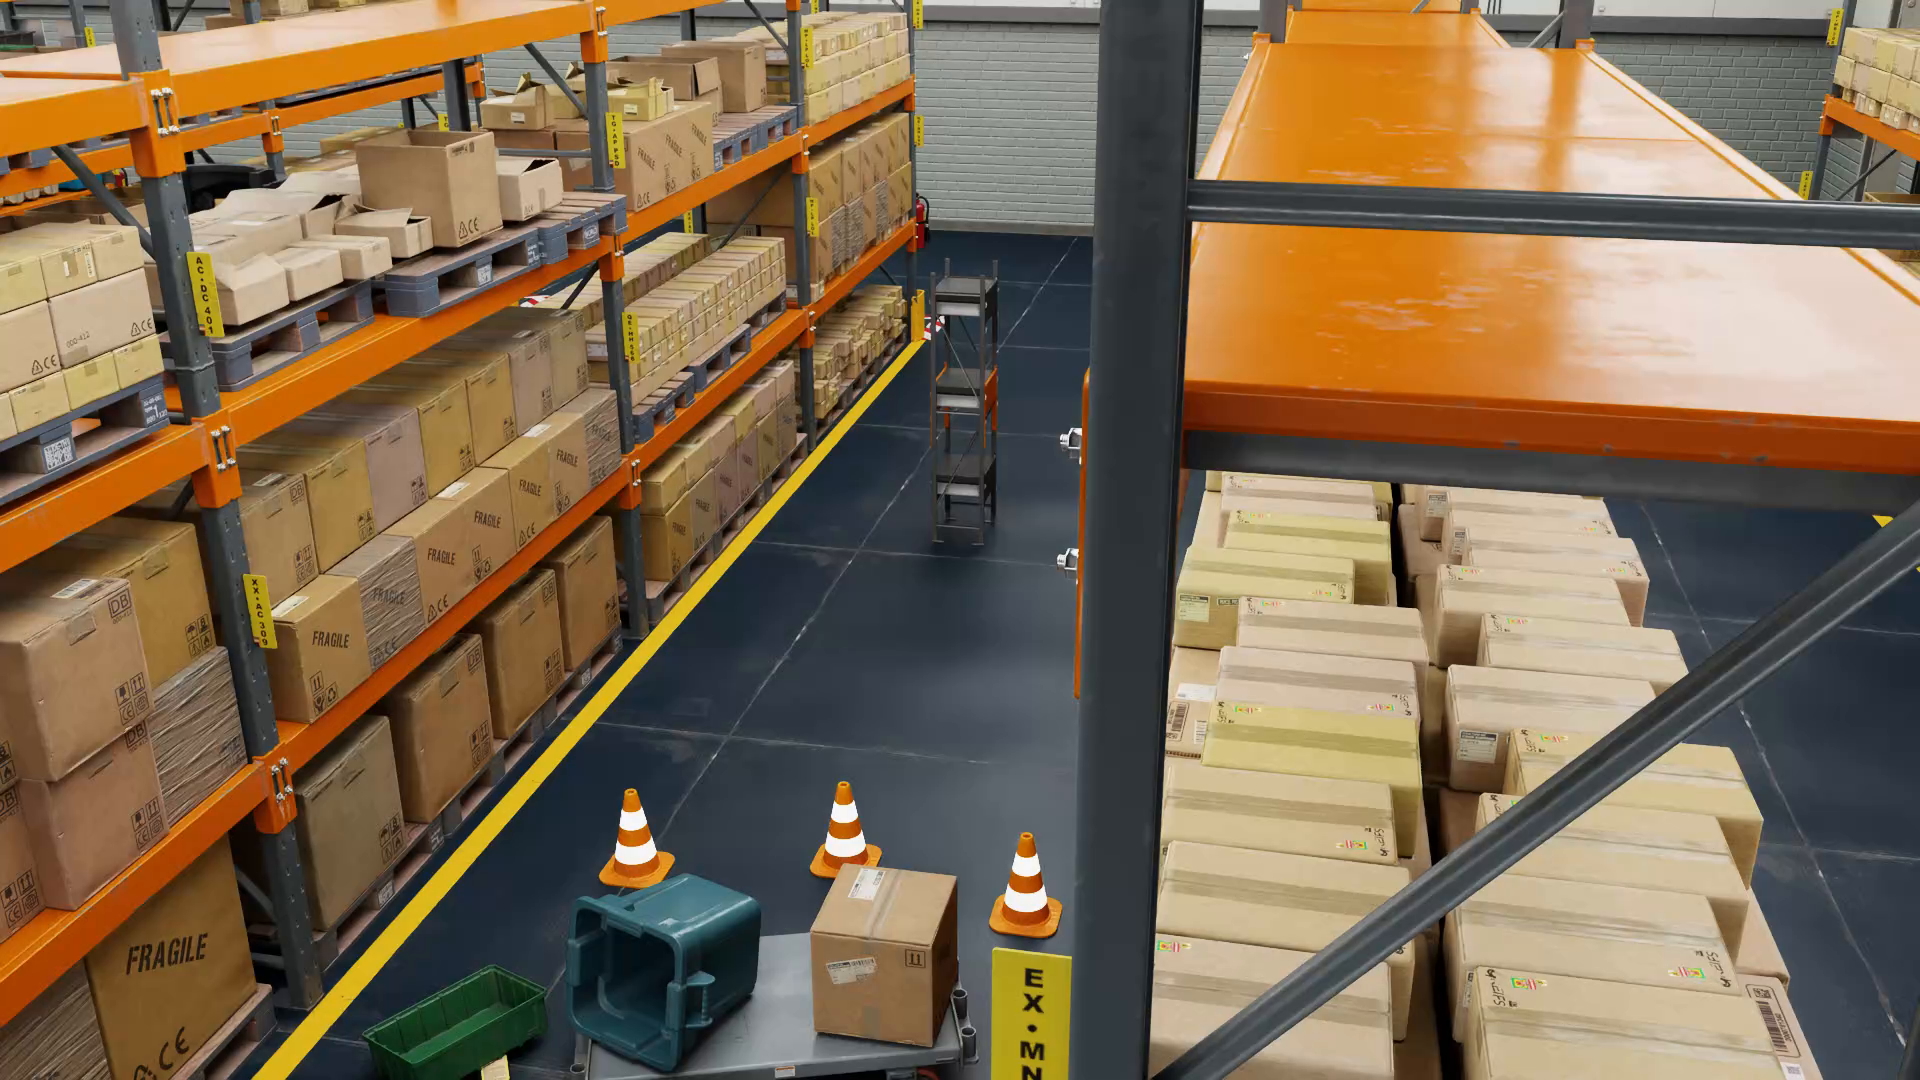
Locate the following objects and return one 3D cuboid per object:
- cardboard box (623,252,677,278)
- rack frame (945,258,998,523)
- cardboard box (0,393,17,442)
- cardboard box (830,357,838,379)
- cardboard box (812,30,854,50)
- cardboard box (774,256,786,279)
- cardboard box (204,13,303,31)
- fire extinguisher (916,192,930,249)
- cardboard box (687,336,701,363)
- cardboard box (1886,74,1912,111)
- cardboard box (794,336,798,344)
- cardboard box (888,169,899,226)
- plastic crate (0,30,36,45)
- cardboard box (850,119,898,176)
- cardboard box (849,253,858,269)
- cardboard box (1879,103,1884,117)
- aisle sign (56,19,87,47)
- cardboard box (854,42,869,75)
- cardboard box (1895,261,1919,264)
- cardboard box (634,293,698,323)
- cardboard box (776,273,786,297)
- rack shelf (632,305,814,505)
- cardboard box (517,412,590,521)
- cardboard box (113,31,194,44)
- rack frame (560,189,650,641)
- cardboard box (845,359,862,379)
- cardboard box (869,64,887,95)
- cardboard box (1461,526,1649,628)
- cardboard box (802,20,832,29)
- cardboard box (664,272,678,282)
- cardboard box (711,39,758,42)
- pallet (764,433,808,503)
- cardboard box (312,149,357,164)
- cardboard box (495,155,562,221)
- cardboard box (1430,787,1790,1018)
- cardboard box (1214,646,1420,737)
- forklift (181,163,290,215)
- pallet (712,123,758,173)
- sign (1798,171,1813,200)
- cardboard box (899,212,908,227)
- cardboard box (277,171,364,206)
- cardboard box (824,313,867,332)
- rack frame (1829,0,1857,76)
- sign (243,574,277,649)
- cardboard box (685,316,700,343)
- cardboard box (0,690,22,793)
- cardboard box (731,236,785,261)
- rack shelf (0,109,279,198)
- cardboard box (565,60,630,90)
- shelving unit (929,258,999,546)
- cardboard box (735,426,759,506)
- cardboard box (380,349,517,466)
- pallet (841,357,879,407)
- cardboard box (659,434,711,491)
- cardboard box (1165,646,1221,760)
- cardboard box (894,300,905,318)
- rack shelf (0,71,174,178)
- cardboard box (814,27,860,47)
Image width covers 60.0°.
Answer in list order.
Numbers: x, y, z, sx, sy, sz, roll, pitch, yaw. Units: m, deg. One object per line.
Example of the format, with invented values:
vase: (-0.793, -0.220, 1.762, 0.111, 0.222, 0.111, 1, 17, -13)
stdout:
cardboard box: (-2.480, -2.192, 13.260, 0.380, 0.149, 0.250, 4, 22, 10)
rack frame: (0.084, -1.124, 12.833, 0.400, 2.100, 0.015, 4, 22, 11)
cardboard box: (-3.339, -0.387, 5.423, 0.380, 0.149, 0.250, 5, 22, 11)
cardboard box: (-1.367, -1.643, 15.773, 0.380, 0.149, 0.250, 3, 22, 8)
cardboard box: (-1.179, -4.538, 15.088, 0.380, 0.149, 0.250, 6, 23, 14)
cardboard box: (-1.679, -2.290, 13.900, 0.380, 0.149, 0.250, 5, 23, 13)
cardboard box: (-6.525, -4.619, 15.462, 0.700, 0.500, 0.500, 3, 22, 8)
fire extinguisher: (-0.471, -3.545, 18.244, 0.296, 0.674, 0.183, 4, 22, 11)
cardboard box: (-2.103, -1.391, 12.066, 0.380, 0.149, 0.250, 5, 23, 13)
cardboard box: (8.111, -3.733, 13.896, 0.500, 0.250, 0.500, 4, 22, 10)
cardboard box: (-1.779, -2.015, 16.300, 0.380, 0.149, 0.250, 4, 22, 9)
cardboard box: (-0.924, -3.510, 17.020, 0.500, 0.500, 0.500, 4, 22, 10)
plastic crate: (-11.010, -5.701, 19.153, 0.497, 0.269, 0.590, 4, 22, 11)
cardboard box: (-0.928, -3.974, 16.834, 0.500, 0.500, 0.500, 4, 22, 9)
cardboard box: (-1.191, -2.682, 15.833, 0.380, 0.149, 0.250, 5, 23, 13)
cardboard box: (8.175, -3.691, 14.323, 0.380, 0.149, 0.250, 4, 22, 10)
aisle sign: (-10.357, -5.700, 19.511, 0.394, 0.787, 0.004, 4, 22, 11)
cardboard box: (-1.144, -4.505, 15.541, 0.500, 0.250, 0.500, 3, 22, 9)
cardboard box: (8.109, -2.344, 14.461, 0.500, 0.250, 0.500, 4, 22, 10)
cardboard box: (-2.108, -1.664, 11.947, 0.380, 0.149, 0.250, 6, 23, 13)
cardboard box: (-1.678, -2.152, 13.956, 0.380, 0.149, 0.250, 4, 22, 10)
rack shelf: (-2.199, -1.169, 12.704, 1.077, 0.370, 4.000, 4, 22, 11)
cardboard box: (-2.539, -0.450, 9.822, 0.500, 0.500, 0.500, 4, 22, 11)
cardboard box: (-6.734, -4.069, 14.230, 0.700, 0.500, 0.500, 5, 22, 12)
rack frame: (-2.607, -0.771, 10.754, 1.000, 3.000, 0.127, 4, 22, 11)
cardboard box: (-1.177, -1.693, 16.296, 0.380, 0.149, 0.250, 4, 22, 9)
cardboard box: (-1.019, -4.465, 16.110, 0.500, 0.250, 0.500, 5, 23, 13)
cardboard box: (1.370, 0.094, 3.859, 0.380, 0.149, 0.250, 5, 22, 12)
cardboard box: (-1.459, -4.958, 16.132, 0.380, 0.149, 0.250, 5, 22, 12)
cardboard box: (-2.477, -2.057, 13.322, 0.380, 0.149, 0.250, 4, 22, 9)
cardboard box: (-1.950, -4.206, 14.264, 0.380, 0.149, 0.250, 5, 22, 12)
pallet: (-1.948, -0.656, 14.200, 1.003, 0.211, 1.213, 4, 22, 11)
cardboard box: (-6.068, -3.591, 16.554, 0.500, 0.500, 0.500, 4, 22, 9)
cardboard box: (-2.526, -1.957, 9.107, 0.500, 0.311, 0.500, 4, 22, 11)
cardboard box: (1.103, 0.688, 2.918, 0.500, 0.250, 0.500, 4, 22, 10)
cardboard box: (0.691, 0.340, 3.248, 0.380, 0.149, 0.250, 4, 22, 11)
forklift: (-5.096, -0.987, 11.381, 1.130, 2.935, 3.031, 4, 22, 10)
pallet: (-2.229, -2.941, 12.378, 1.213, 0.211, 1.003, 4, 22, 11)
sign: (8.221, -3.423, 16.178, 0.100, 0.325, 0.005, 4, 22, 11)
cardboard box: (-0.764, -3.440, 17.716, 0.380, 0.149, 0.250, 4, 22, 11)
cardboard box: (-3.177, -1.744, 8.576, 0.500, 0.311, 0.500, 4, 22, 10)
cardboard box: (-1.148, -2.160, 16.660, 0.380, 0.149, 0.250, 4, 22, 9)
rack frame: (8.752, -5.762, 15.116, 1.000, 3.000, 0.127, 4, 22, 11)
sign: (-2.879, 0.295, 6.841, 0.100, 0.325, 0.005, 4, 22, 11)
cardboard box: (-2.104, -1.530, 12.012, 0.380, 0.149, 0.250, 4, 22, 11)
cardboard box: (-3.775, 0.650, 5.577, 0.875, 0.550, 0.550, 4, 22, 11)
cardboard box: (-1.681, -2.427, 13.842, 0.380, 0.149, 0.250, 5, 23, 13)
rack shelf: (-7.034, -2.976, 13.174, 1.077, 0.370, 4.000, 4, 22, 11)
cardboard box: (-2.536, -3.204, 11.620, 0.396, 0.266, 0.258, 4, 22, 11)
shelving unit: (0.034, -1.035, 12.612, 0.431, 2.100, 0.503, 4, 22, 11)
cardboard box: (-1.909, -0.605, 13.124, 0.500, 0.500, 0.500, 4, 22, 10)
cardboard box: (-2.913, -0.745, 9.217, 0.700, 0.500, 0.500, 4, 22, 10)
pallet: (-1.441, -1.637, 16.635, 1.003, 0.211, 1.213, 4, 22, 11)
cardboard box: (-2.126, -0.574, 12.043, 0.500, 0.250, 0.500, 4, 22, 10)
cardboard box: (0.673, 0.453, 3.500, 0.500, 0.250, 0.500, 5, 22, 12)
cardboard box: (-0.803, -2.493, 17.884, 0.380, 0.149, 0.250, 4, 22, 9)
rack shelf: (-3.831, -0.841, 4.393, 1.077, 0.370, 4.000, 4, 22, 11)
cardboard box: (-1.138, -4.635, 15.329, 0.380, 0.149, 0.250, 4, 22, 9)
